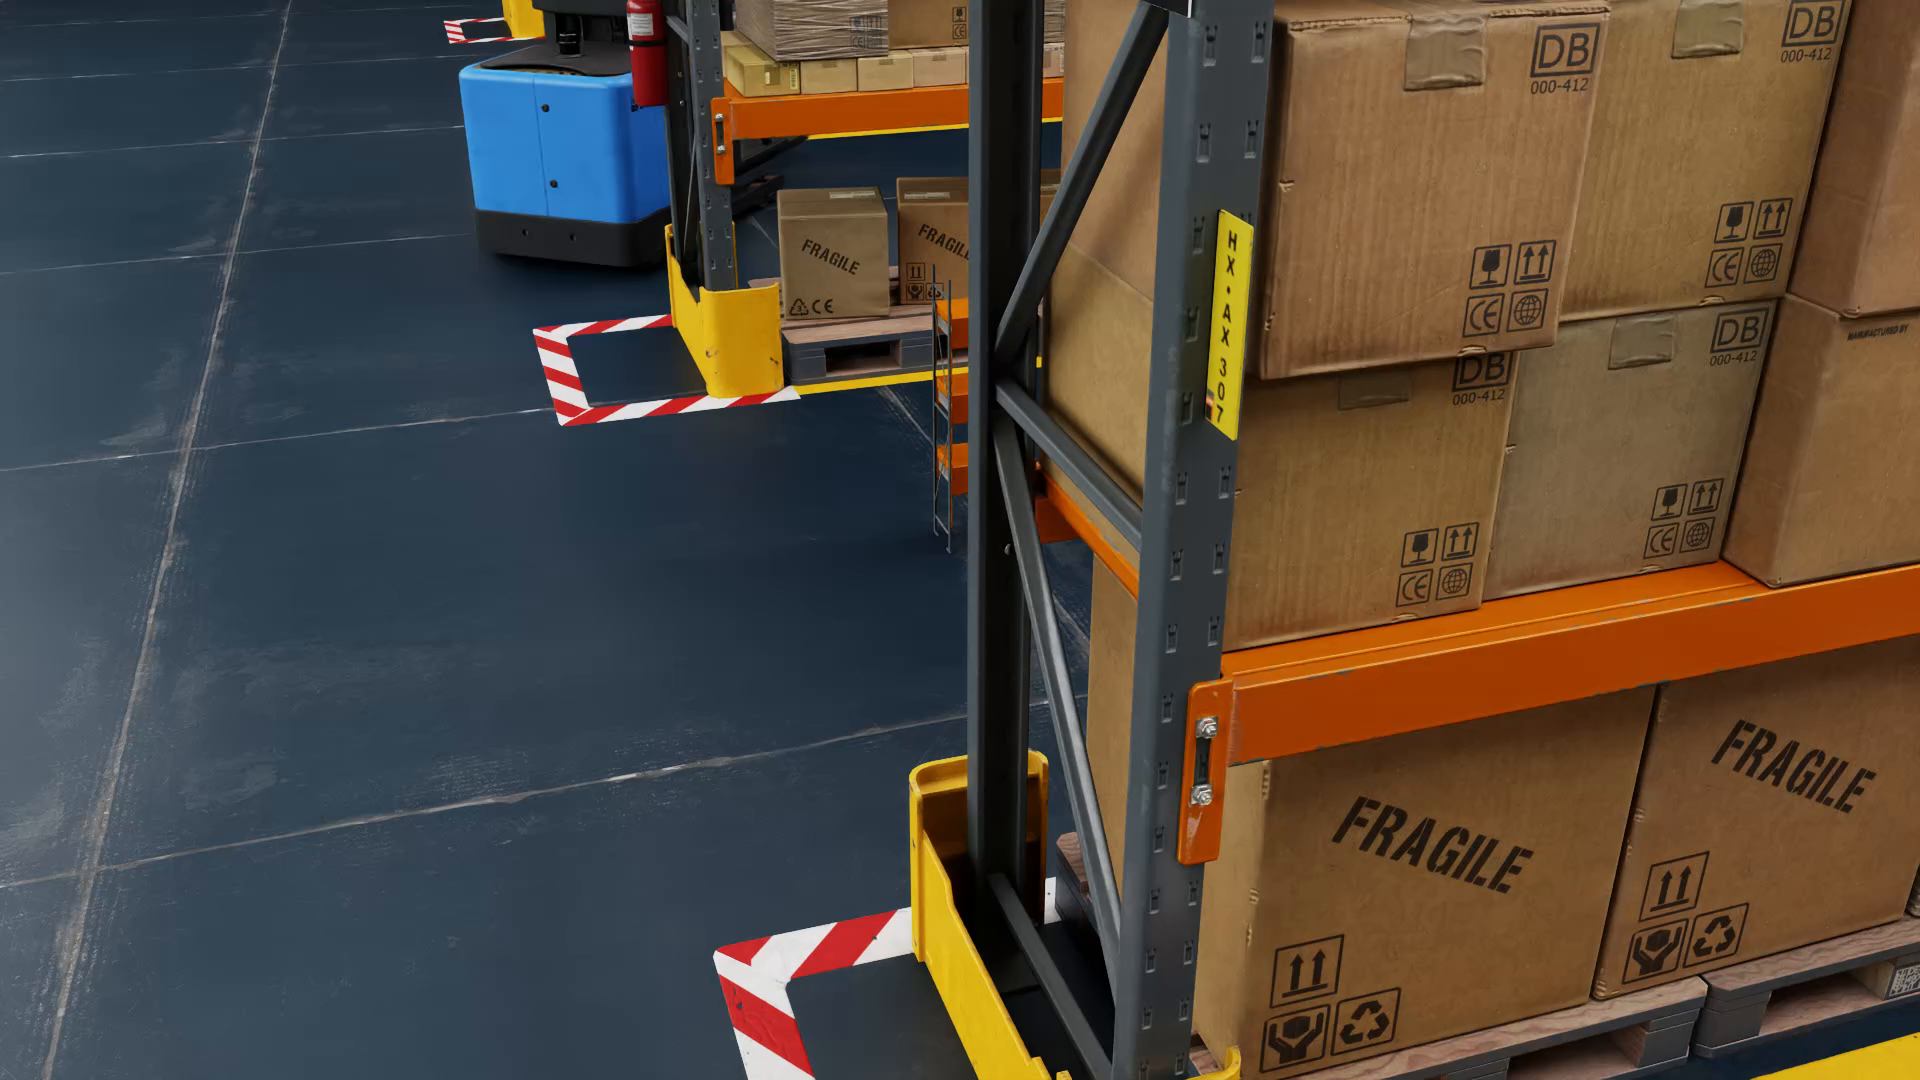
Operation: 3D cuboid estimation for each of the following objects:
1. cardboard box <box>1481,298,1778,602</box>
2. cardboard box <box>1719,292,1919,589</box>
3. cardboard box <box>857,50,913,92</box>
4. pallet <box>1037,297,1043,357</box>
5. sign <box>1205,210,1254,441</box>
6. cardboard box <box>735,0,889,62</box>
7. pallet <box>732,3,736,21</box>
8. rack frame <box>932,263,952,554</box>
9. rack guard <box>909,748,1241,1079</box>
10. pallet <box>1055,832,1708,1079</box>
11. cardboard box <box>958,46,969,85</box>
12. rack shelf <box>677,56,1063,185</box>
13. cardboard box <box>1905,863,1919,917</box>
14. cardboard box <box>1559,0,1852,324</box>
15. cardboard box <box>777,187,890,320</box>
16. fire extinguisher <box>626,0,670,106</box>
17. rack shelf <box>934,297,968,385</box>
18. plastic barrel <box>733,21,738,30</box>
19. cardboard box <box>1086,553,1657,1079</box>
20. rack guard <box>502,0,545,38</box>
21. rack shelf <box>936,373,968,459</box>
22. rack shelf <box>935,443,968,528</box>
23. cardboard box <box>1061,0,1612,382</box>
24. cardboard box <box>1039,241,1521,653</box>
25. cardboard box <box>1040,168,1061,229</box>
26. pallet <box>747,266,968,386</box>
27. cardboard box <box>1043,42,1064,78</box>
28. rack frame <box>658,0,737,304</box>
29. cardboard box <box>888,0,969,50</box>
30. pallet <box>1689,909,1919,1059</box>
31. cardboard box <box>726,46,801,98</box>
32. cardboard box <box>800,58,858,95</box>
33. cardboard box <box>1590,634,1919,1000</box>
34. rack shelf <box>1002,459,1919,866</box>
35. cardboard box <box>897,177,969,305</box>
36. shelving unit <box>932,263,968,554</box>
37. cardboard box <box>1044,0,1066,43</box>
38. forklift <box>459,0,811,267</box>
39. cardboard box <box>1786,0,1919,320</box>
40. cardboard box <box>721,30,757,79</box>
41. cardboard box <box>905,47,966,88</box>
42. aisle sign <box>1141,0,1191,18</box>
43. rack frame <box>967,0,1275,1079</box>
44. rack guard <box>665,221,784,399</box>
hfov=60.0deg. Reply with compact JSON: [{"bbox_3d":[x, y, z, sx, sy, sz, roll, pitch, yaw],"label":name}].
[{"bbox_3d":[1.083,-0.348,3.410,0.550,0.550,0.875,-8,28,-16],"label":"cardboard box"},{"bbox_3d":[1.655,-0.372,3.458,0.550,0.550,0.875,-8,28,-16],"label":"cardboard box"},{"bbox_3d":[-0.381,-2.117,7.424,0.250,0.149,0.380,-8,28,-16],"label":"cardboard box"},{"bbox_3d":[0.802,-1.262,8.554,1.213,0.211,1.003,-8,28,-16],"label":"pallet"},{"bbox_3d":[0.395,-0.314,2.446,0.005,0.325,0.100,-8,28,-16],"label":"sign"},{"bbox_3d":[-0.680,-2.479,7.424,0.500,0.500,0.875,-8,28,-16],"label":"cardboard box"},{"bbox_3d":[-2.403,-5.467,17.024,1.213,0.211,1.003,-8,28,-16],"label":"pallet"},{"bbox_3d":[-0.065,-0.461,5.998,0.008,1.050,0.200,-8,28,-16],"label":"rack frame"},{"bbox_3d":[0.206,0.997,3.680,0.348,0.500,1.175,-8,28,-16],"label":"rack guard"},{"bbox_3d":[0.965,0.980,4.039,1.213,0.211,1.003,-8,28,-16],"label":"pallet"},{"bbox_3d":[0.091,-2.192,7.575,0.250,0.149,0.380,-8,28,-16],"label":"cardboard box"},{"bbox_3d":[0.690,-2.190,8.098,4.000,0.370,1.077,-8,28,-16],"label":"rack shelf"},{"bbox_3d":[2.556,0.269,4.251,0.875,0.875,0.875,-8,28,-16],"label":"cardboard box"},{"bbox_3d":[1.088,-0.826,3.158,0.550,0.550,0.875,-8,28,-16],"label":"cardboard box"},{"bbox_3d":[-0.612,-1.385,8.004,0.500,0.500,0.500,-3,27,-7],"label":"cardboard box"},{"bbox_3d":[-1.463,-2.382,7.761,0.183,0.674,0.296,-8,28,-16],"label":"fire extinguisher"},{"bbox_3d":[0.051,-0.722,5.910,0.240,0.259,0.215,-8,28,-16],"label":"rack shelf"},{"bbox_3d":[-1.666,-3.597,12.448,0.421,0.512,0.421,0,26,0],"label":"plastic barrel"},{"bbox_3d":[0.853,0.516,3.754,0.875,0.875,0.875,-8,28,-16],"label":"cardboard box"},{"bbox_3d":[-4.298,-5.303,16.370,0.348,0.500,1.175,-8,28,-16],"label":"rack guard"},{"bbox_3d":[0.051,-0.468,6.036,0.240,0.259,0.215,-8,28,-16],"label":"rack shelf"},{"bbox_3d":[0.051,-0.219,6.160,0.240,0.259,0.215,-8,28,-16],"label":"rack shelf"},{"bbox_3d":[0.593,-0.712,2.927,0.550,0.550,0.875,-8,28,-16],"label":"cardboard box"},{"bbox_3d":[0.567,-0.264,3.239,0.550,0.550,0.875,-8,28,-16],"label":"cardboard box"},{"bbox_3d":[0.546,-1.560,8.357,0.500,0.500,0.500,-6,27,-11],"label":"cardboard box"},{"bbox_3d":[-0.356,-1.096,8.219,1.213,0.211,1.003,-8,28,-16],"label":"pallet"},{"bbox_3d":[0.320,-2.238,7.667,0.250,0.149,0.380,-8,28,-16],"label":"cardboard box"},{"bbox_3d":[-1.211,-2.237,7.383,0.127,3.000,1.000,-8,28,-16],"label":"rack frame"},{"bbox_3d":[-0.242,-2.599,7.665,0.500,0.500,0.875,-8,28,-16],"label":"cardboard box"},{"bbox_3d":[2.123,0.813,4.374,1.213,0.211,1.003,-8,28,-16],"label":"pallet"},{"bbox_3d":[-0.867,-2.063,7.315,0.250,0.149,0.380,-8,28,-16],"label":"cardboard box"},{"bbox_3d":[-0.623,-2.089,7.368,0.250,0.149,0.380,-8,28,-16],"label":"cardboard box"},{"bbox_3d":[1.689,0.394,4.000,0.875,0.875,0.875,-9,28,-17],"label":"cardboard box"},{"bbox_3d":[2.130,-0.079,3.845,4.000,0.370,1.077,-8,28,-16],"label":"rack shelf"},{"bbox_3d":[-0.055,-1.481,8.199,0.500,0.500,0.500,-1,26,-3],"label":"cardboard box"},{"bbox_3d":[0.051,-0.478,6.031,0.252,1.050,0.215,-8,28,-16],"label":"shelving unit"},{"bbox_3d":[0.247,-2.649,7.766,0.500,0.500,0.875,-8,28,-16],"label":"cardboard box"},{"bbox_3d":[-1.763,-3.440,9.884,1.130,2.935,3.031,9,28,17],"label":"forklift"},{"bbox_3d":[1.662,-0.846,3.198,0.550,0.550,0.875,-8,28,-16],"label":"cardboard box"},{"bbox_3d":[-1.004,-2.251,7.694,0.250,0.149,0.380,-8,28,-16],"label":"cardboard box"},{"bbox_3d":[-0.149,-2.161,7.511,0.250,0.149,0.380,-8,28,-16],"label":"cardboard box"},{"bbox_3d":[0.254,-1.154,2.277,0.004,0.787,0.394,-8,28,-16],"label":"aisle sign"},{"bbox_3d":[0.228,-0.126,3.131,0.127,3.000,1.000,-8,28,-16],"label":"rack frame"},{"bbox_3d":[-1.139,-1.128,7.960,0.348,0.500,1.175,-8,28,-16],"label":"rack guard"}]
